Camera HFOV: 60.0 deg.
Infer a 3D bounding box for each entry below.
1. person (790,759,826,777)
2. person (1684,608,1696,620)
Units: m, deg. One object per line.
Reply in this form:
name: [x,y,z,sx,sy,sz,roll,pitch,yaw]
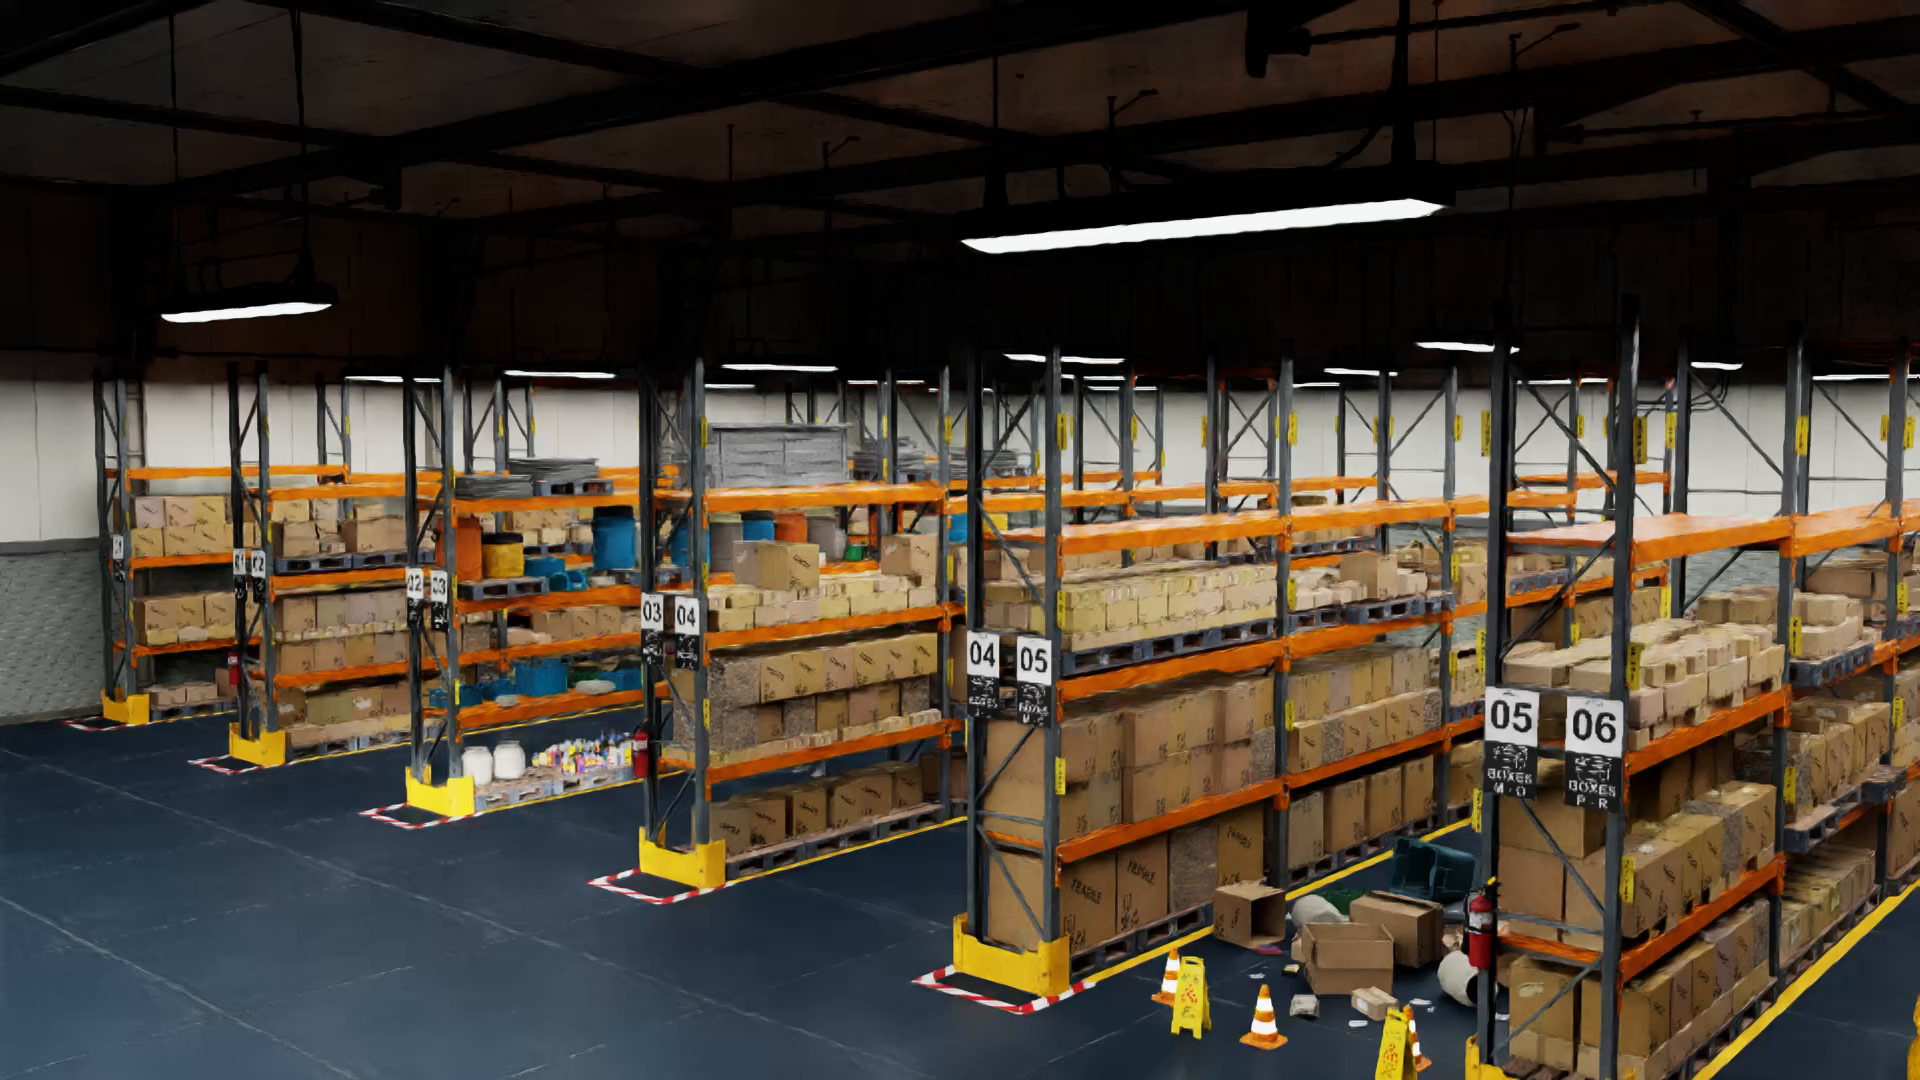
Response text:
person: [-2.229,2.550,23.941,0.677,1.725,0.574,4,5,40]
person: [13.430,2.083,30.440,0.950,1.677,0.564,-3,5,-33]
